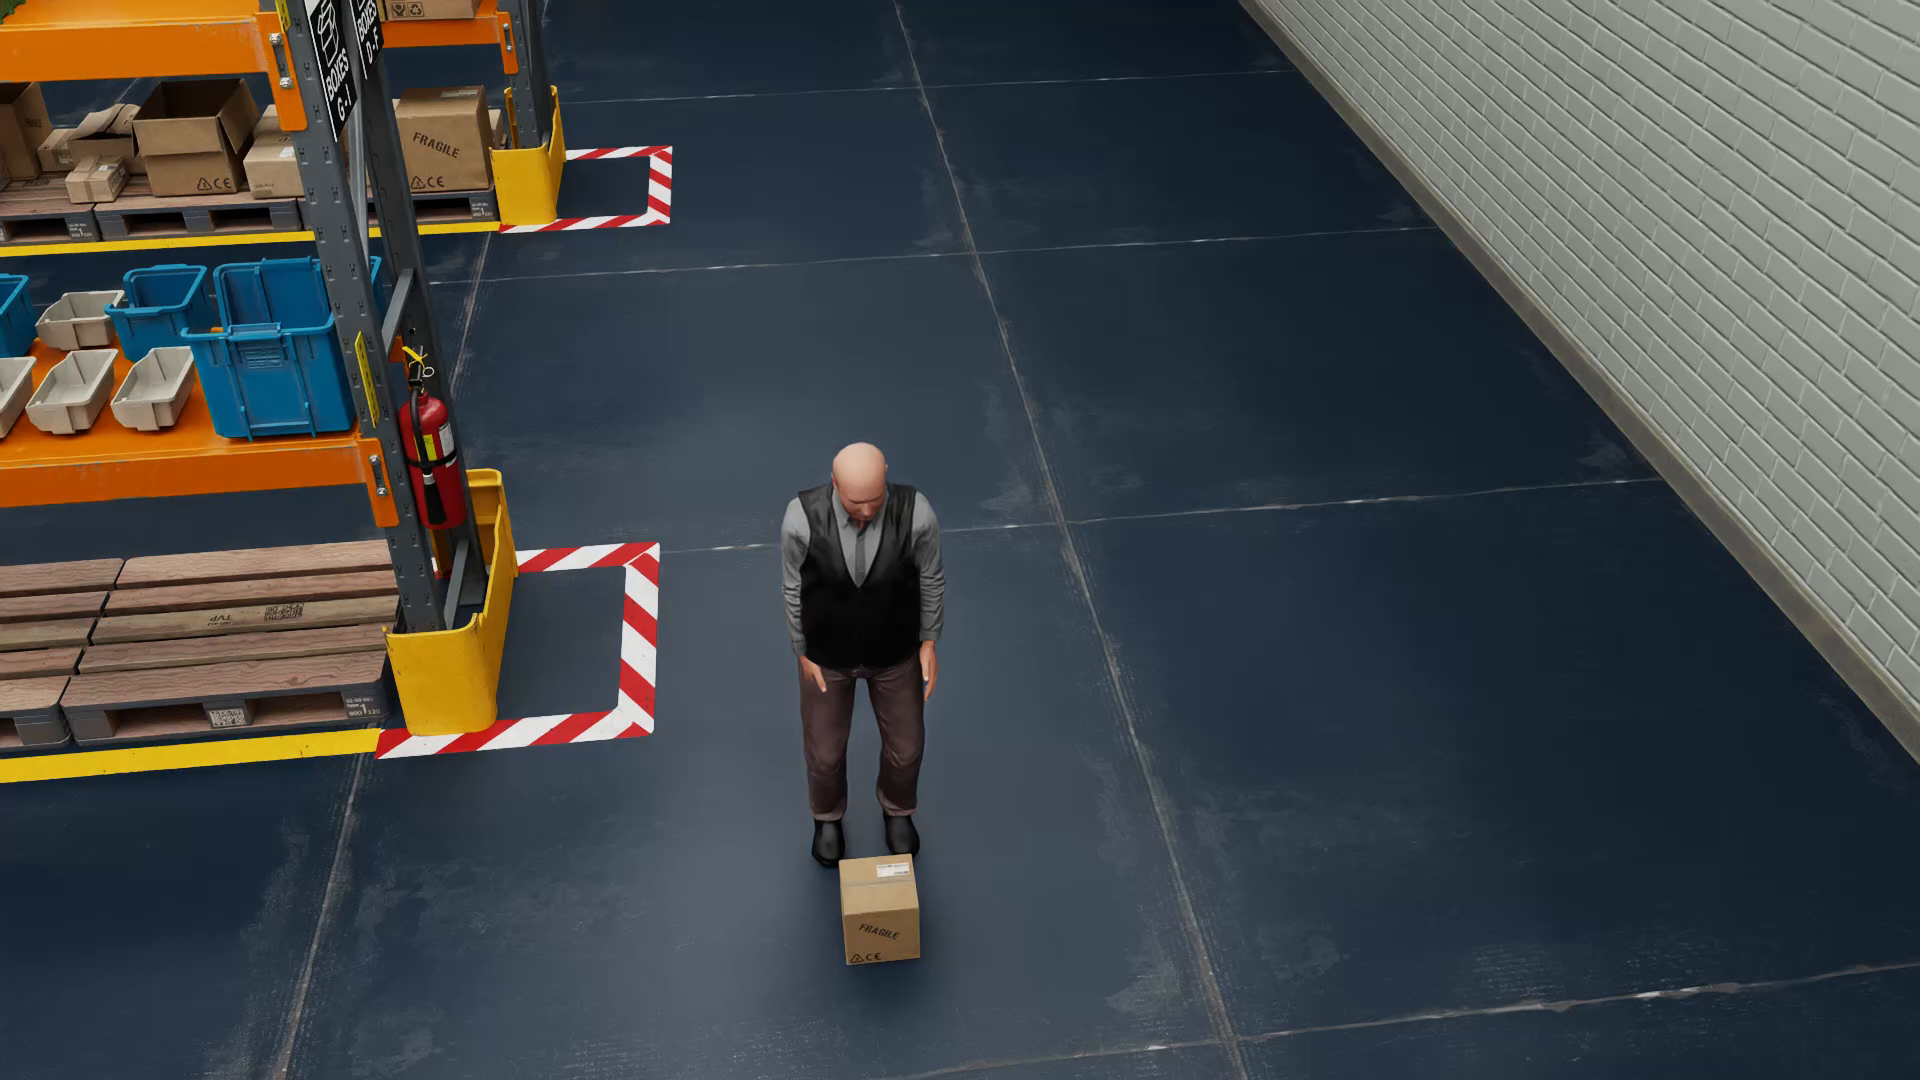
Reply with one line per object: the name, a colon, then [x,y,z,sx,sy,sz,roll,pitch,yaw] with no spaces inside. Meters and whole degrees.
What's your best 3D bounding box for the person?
person: [-0.316,0.379,5.645,0.546,1.697,0.385,-4,35,-5]
